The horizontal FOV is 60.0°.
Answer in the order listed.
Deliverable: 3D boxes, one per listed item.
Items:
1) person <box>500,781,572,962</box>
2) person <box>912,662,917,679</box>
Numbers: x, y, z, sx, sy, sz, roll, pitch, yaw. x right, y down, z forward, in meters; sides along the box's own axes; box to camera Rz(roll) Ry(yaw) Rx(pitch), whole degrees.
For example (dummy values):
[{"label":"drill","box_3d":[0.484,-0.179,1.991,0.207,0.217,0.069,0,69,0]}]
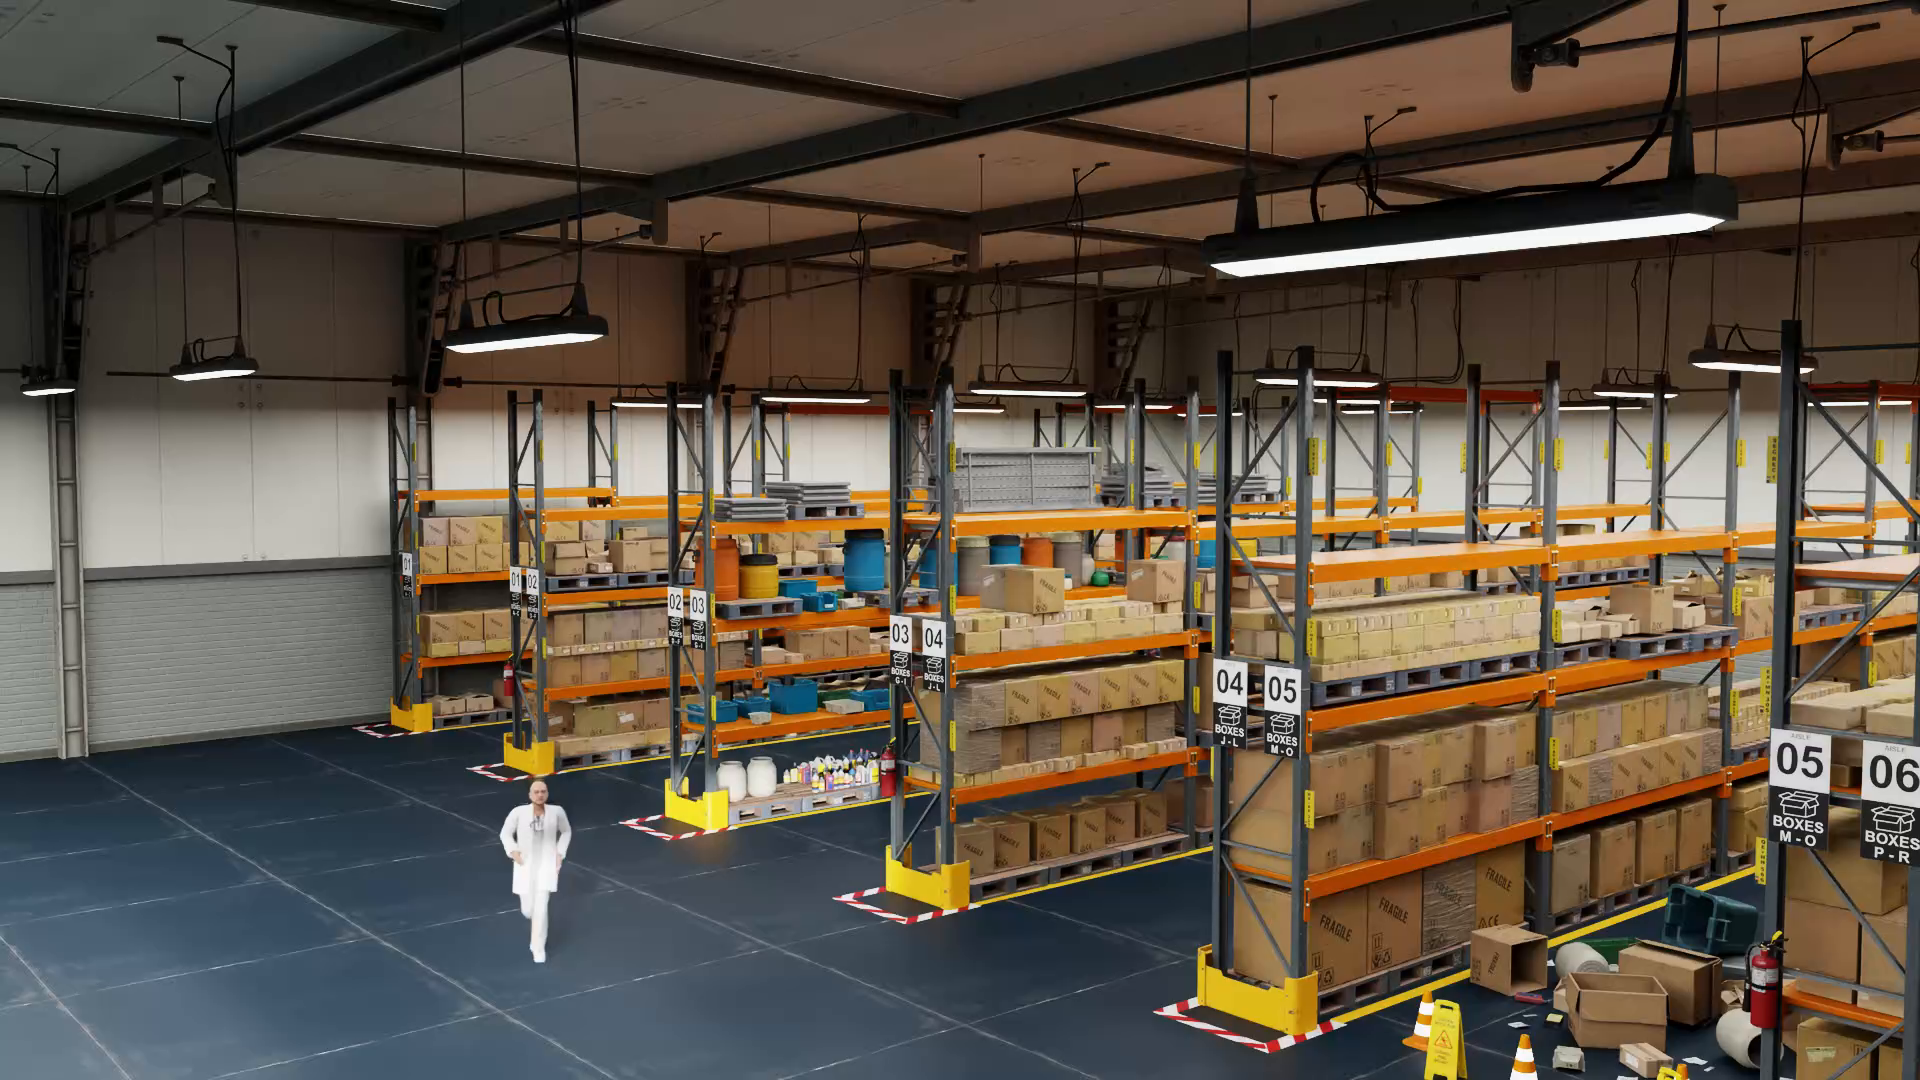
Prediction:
[{"label":"person","box_3d":[-4.288,3.311,16.848,0.705,1.758,0.772,-1,3,-14]},{"label":"person","box_3d":[-1.063,2.300,33.715,0.962,1.784,0.716,-3,5,-43]}]
